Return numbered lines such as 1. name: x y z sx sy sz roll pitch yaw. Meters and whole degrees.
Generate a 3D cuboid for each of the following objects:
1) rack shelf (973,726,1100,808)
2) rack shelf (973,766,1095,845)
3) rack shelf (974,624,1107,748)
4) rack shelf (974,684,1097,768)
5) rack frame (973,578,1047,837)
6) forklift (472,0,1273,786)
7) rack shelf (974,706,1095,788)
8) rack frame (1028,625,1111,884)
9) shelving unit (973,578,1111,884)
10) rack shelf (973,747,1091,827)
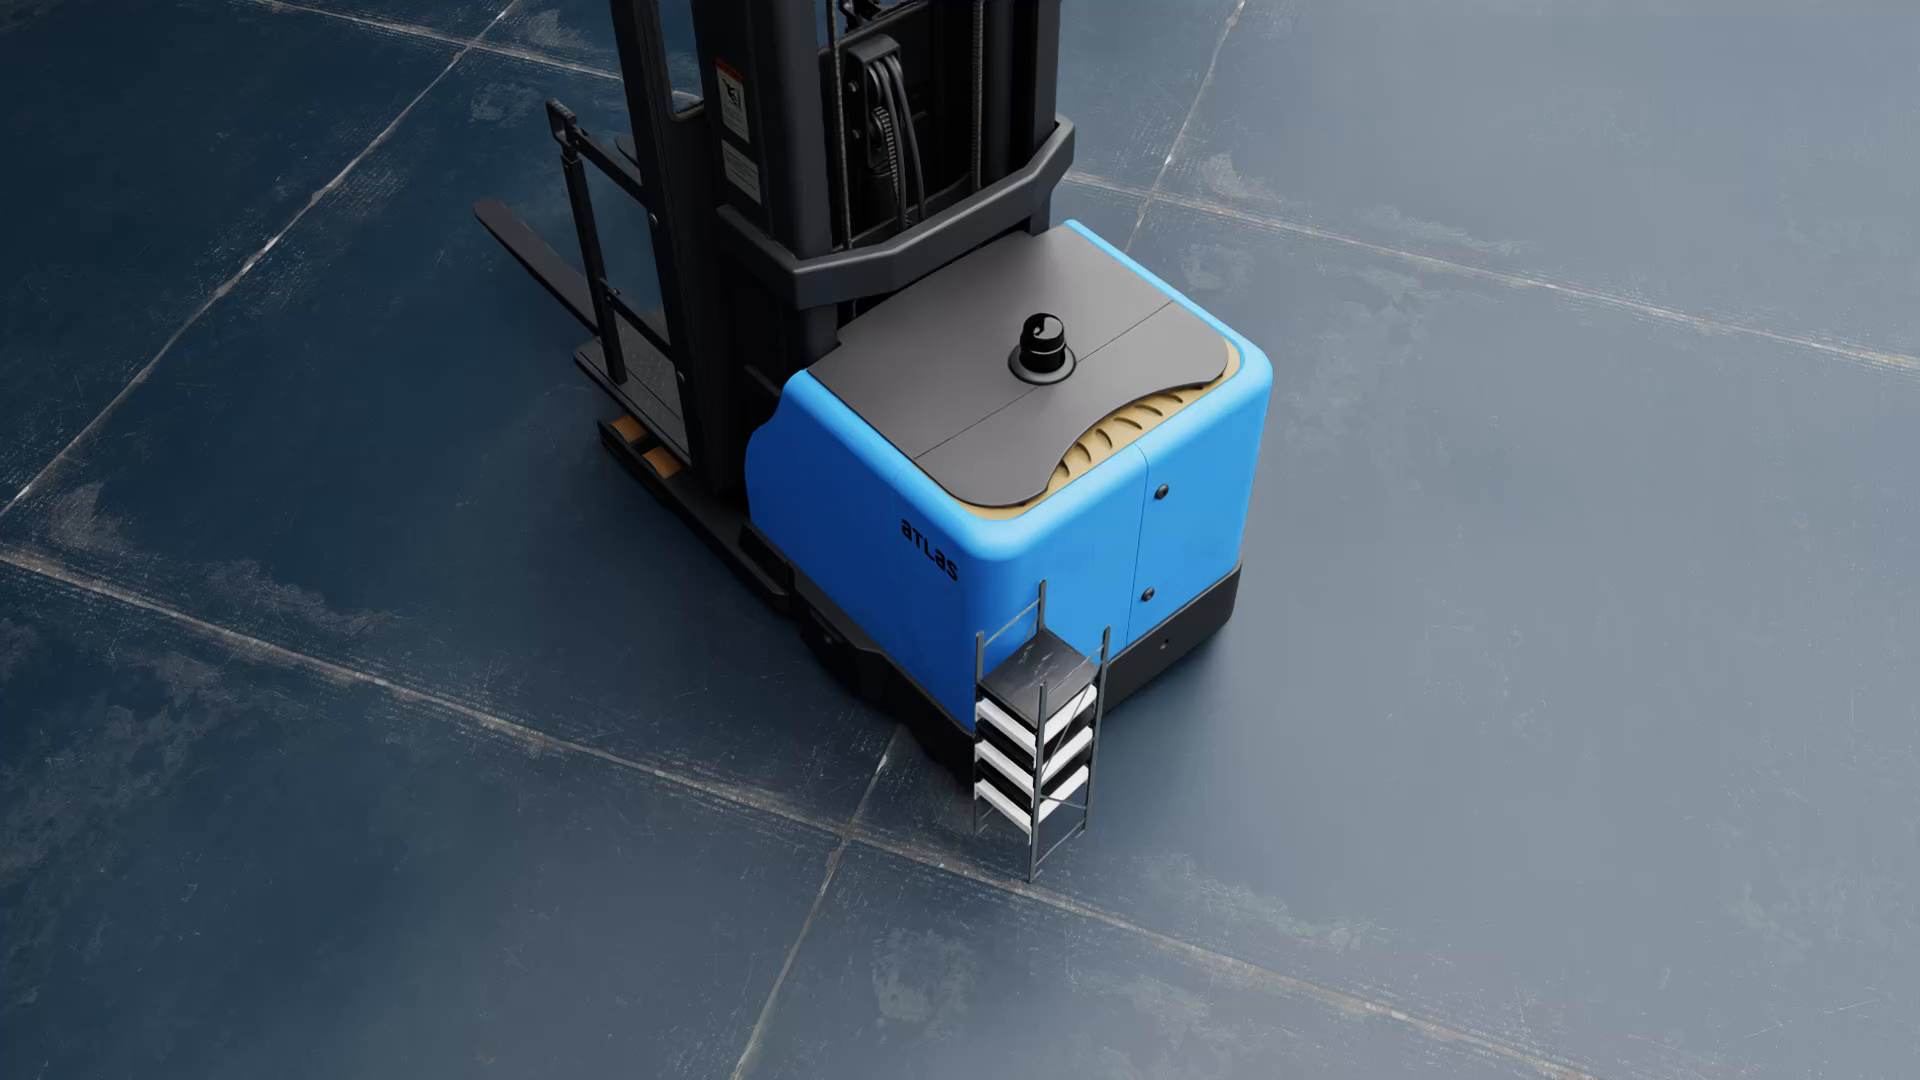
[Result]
1. rack shelf: 0.195 0.528 4.241 0.200 0.077 0.258 36 58 27
2. rack shelf: 0.195 0.645 4.377 0.200 0.077 0.258 36 58 27
3. rack shelf: 0.195 0.351 4.037 0.200 0.077 0.258 36 58 27
4. rack shelf: 0.195 0.410 4.105 0.200 0.077 0.258 36 58 27
5. rack frame: 0.122 0.452 4.263 0.006 0.900 0.240 36 58 27
6. forklift: -0.523 -1.322 4.456 1.130 2.935 3.031 -33 57 -25
7. rack shelf: 0.195 0.469 4.173 0.200 0.077 0.258 36 58 27
8. rack frame: 0.268 0.559 4.170 0.006 0.900 0.240 36 58 27
9. shelving unit: 0.195 0.506 4.216 0.210 0.900 0.258 36 58 27
10. rack shelf: 0.195 0.587 4.309 0.200 0.077 0.258 36 58 27
